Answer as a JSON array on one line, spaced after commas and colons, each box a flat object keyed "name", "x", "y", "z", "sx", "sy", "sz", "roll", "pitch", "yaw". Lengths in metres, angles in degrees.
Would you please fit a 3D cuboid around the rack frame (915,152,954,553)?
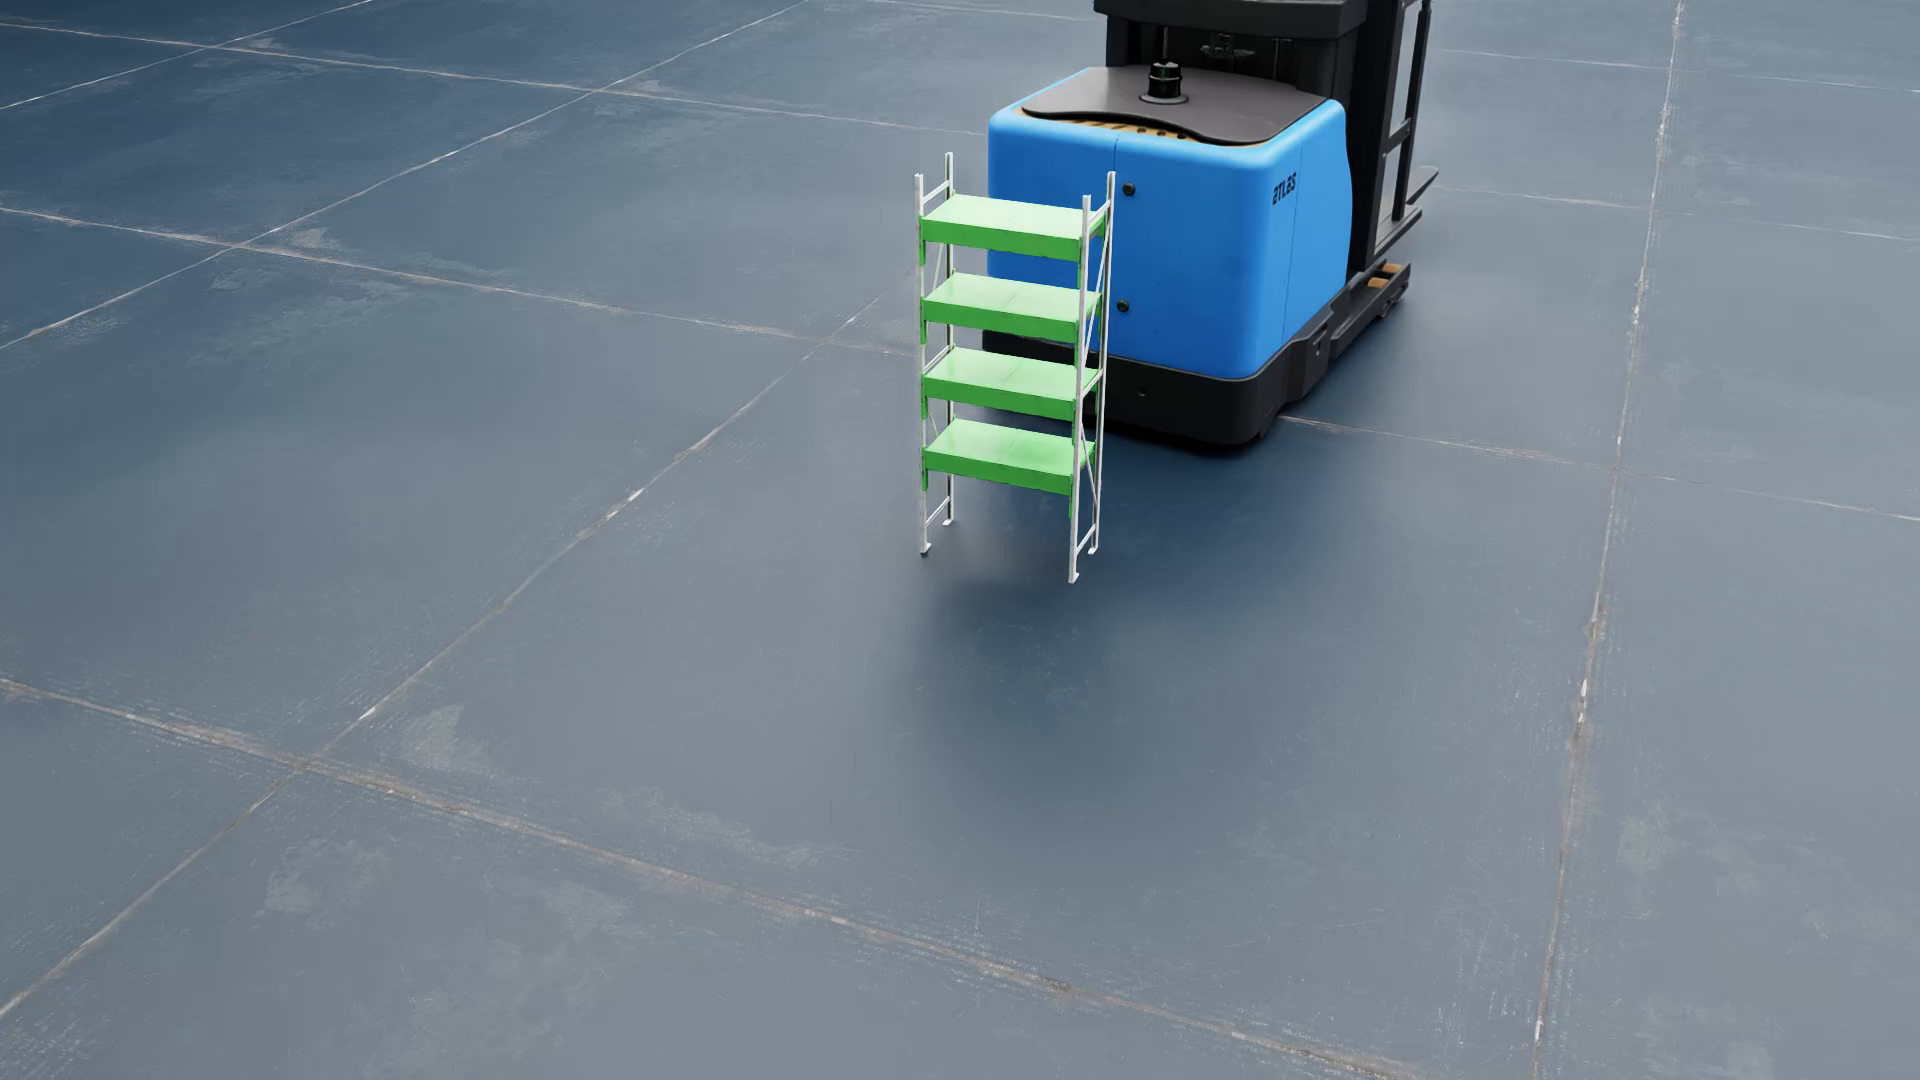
[{"name": "rack frame", "x": -0.073, "y": -0.537, "z": 4.980, "sx": 0.015, "sy": 1.200, "sz": 0.240, "roll": 11, "pitch": 31, "yaw": 19}]

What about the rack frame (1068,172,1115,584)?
[{"name": "rack frame", "x": 0.379, "y": -0.447, "z": 4.821, "sx": 0.015, "sy": 1.200, "sz": 0.240, "roll": 11, "pitch": 31, "yaw": 19}]

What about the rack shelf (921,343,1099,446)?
[{"name": "rack shelf", "x": 0.153, "y": -0.436, "z": 4.932, "sx": 0.480, "sy": 0.148, "sz": 0.258, "roll": 11, "pitch": 31, "yaw": 19}]

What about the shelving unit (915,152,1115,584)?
[{"name": "shelving unit", "x": 0.153, "y": -0.492, "z": 4.901, "sx": 0.503, "sy": 1.200, "sz": 0.258, "roll": 11, "pitch": 31, "yaw": 19}]

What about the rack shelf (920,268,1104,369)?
[{"name": "rack shelf", "x": 0.153, "y": -0.645, "z": 4.814, "sx": 0.480, "sy": 0.148, "sz": 0.258, "roll": 11, "pitch": 31, "yaw": 19}]

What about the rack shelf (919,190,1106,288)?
[{"name": "rack shelf", "x": 0.153, "y": -0.854, "z": 4.696, "sx": 0.480, "sy": 0.148, "sz": 0.258, "roll": 11, "pitch": 31, "yaw": 19}]

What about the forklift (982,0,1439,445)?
[{"name": "forklift", "x": 1.245, "y": -2.294, "z": 6.329, "sx": 1.130, "sy": 2.935, "sz": 3.031, "roll": 16, "pitch": 33, "yaw": 25}]

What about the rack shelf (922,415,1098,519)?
[{"name": "rack shelf", "x": 0.153, "y": -0.227, "z": 5.050, "sx": 0.480, "sy": 0.148, "sz": 0.258, "roll": 11, "pitch": 31, "yaw": 19}]
